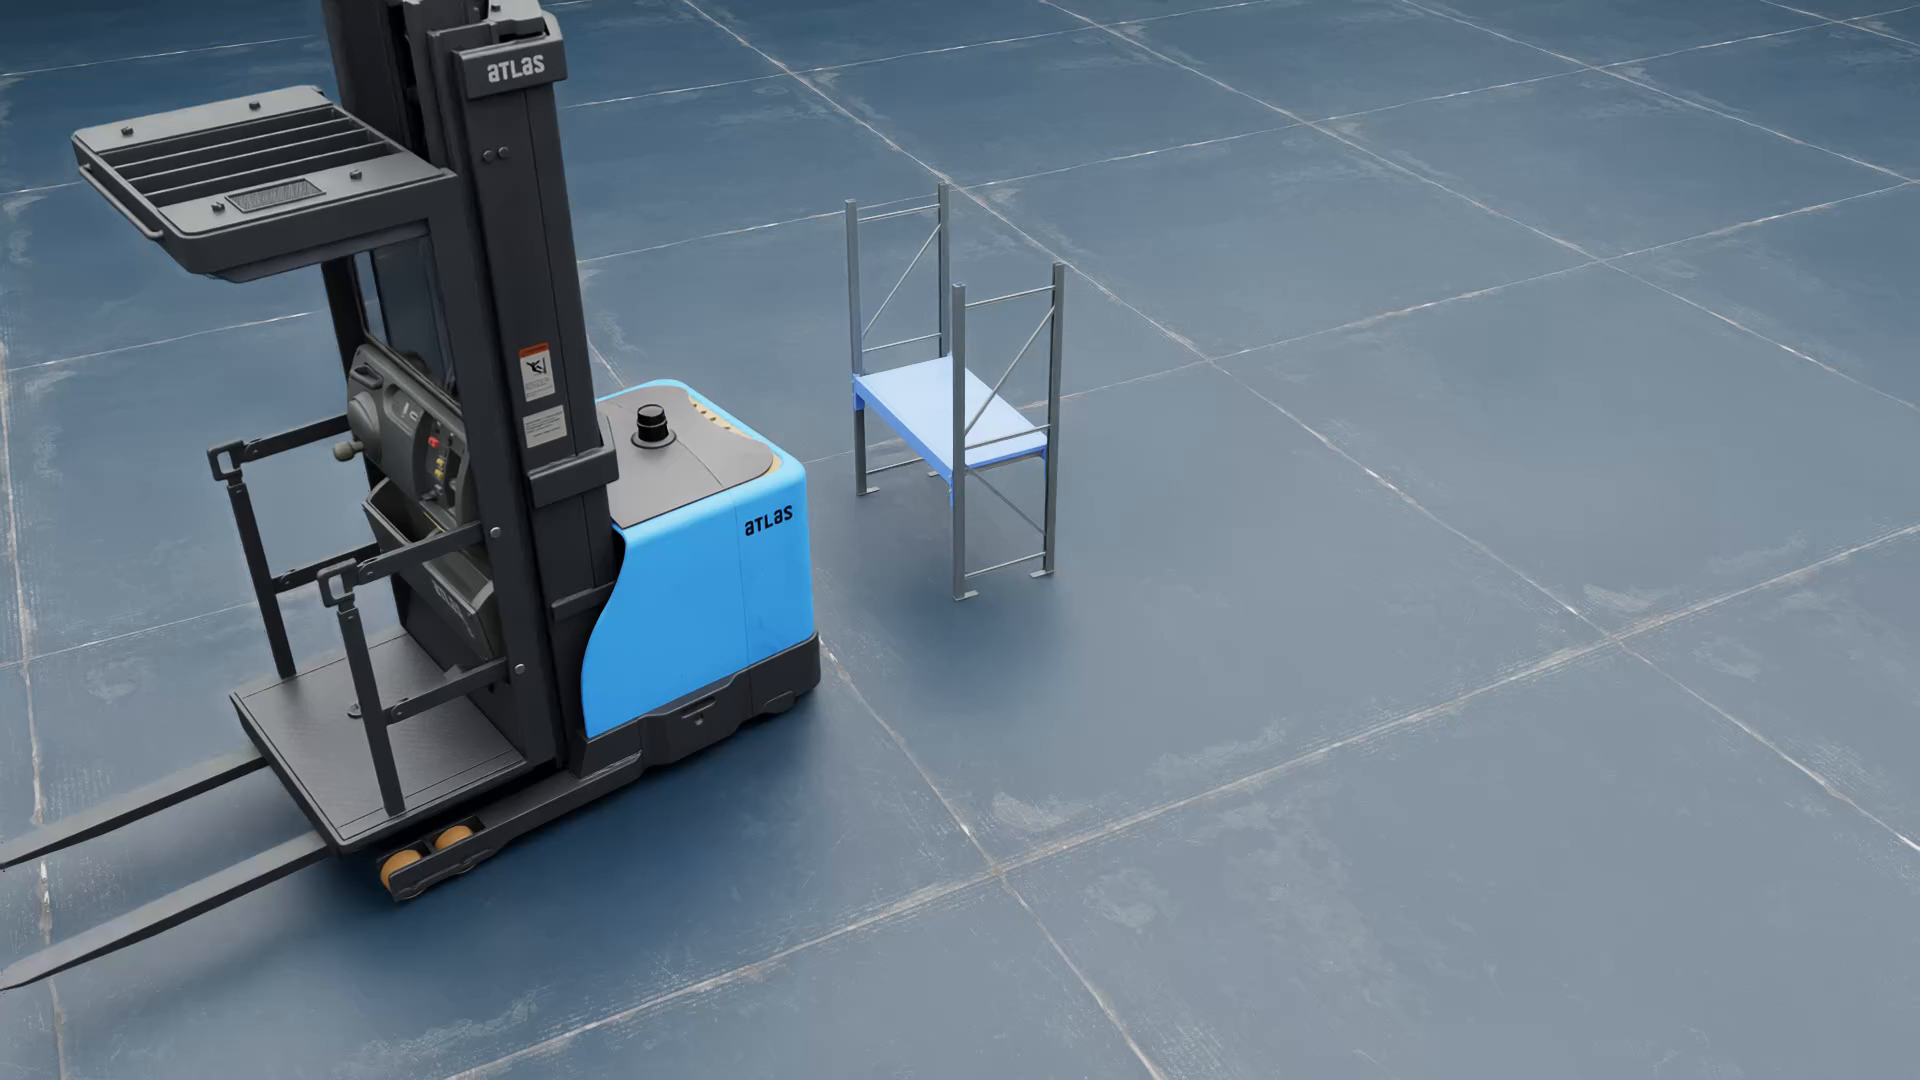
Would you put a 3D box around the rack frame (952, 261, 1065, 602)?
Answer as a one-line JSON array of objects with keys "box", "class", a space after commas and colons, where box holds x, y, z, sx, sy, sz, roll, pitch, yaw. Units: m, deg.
[{"box": [0.197, -0.430, 7.030, 0.500, 1.500, 0.032, -16, 36, -23], "class": "rack frame"}]

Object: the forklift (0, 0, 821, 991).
[{"box": [-2.024, -0.307, 5.512, 3.031, 2.935, 1.130, -24, 40, -32], "class": "forklift"}]

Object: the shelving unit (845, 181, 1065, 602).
[{"box": [-0.040, -0.672, 7.409, 0.538, 1.500, 1.048, -16, 36, -23], "class": "shelving unit"}]

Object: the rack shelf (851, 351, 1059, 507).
[{"box": [-0.040, -0.521, 7.506, 0.538, 0.185, 1.000, -16, 36, -23], "class": "rack shelf"}]

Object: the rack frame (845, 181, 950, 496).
[{"box": [-0.277, -0.915, 7.788, 0.500, 1.500, 0.032, -16, 36, -23], "class": "rack frame"}]
